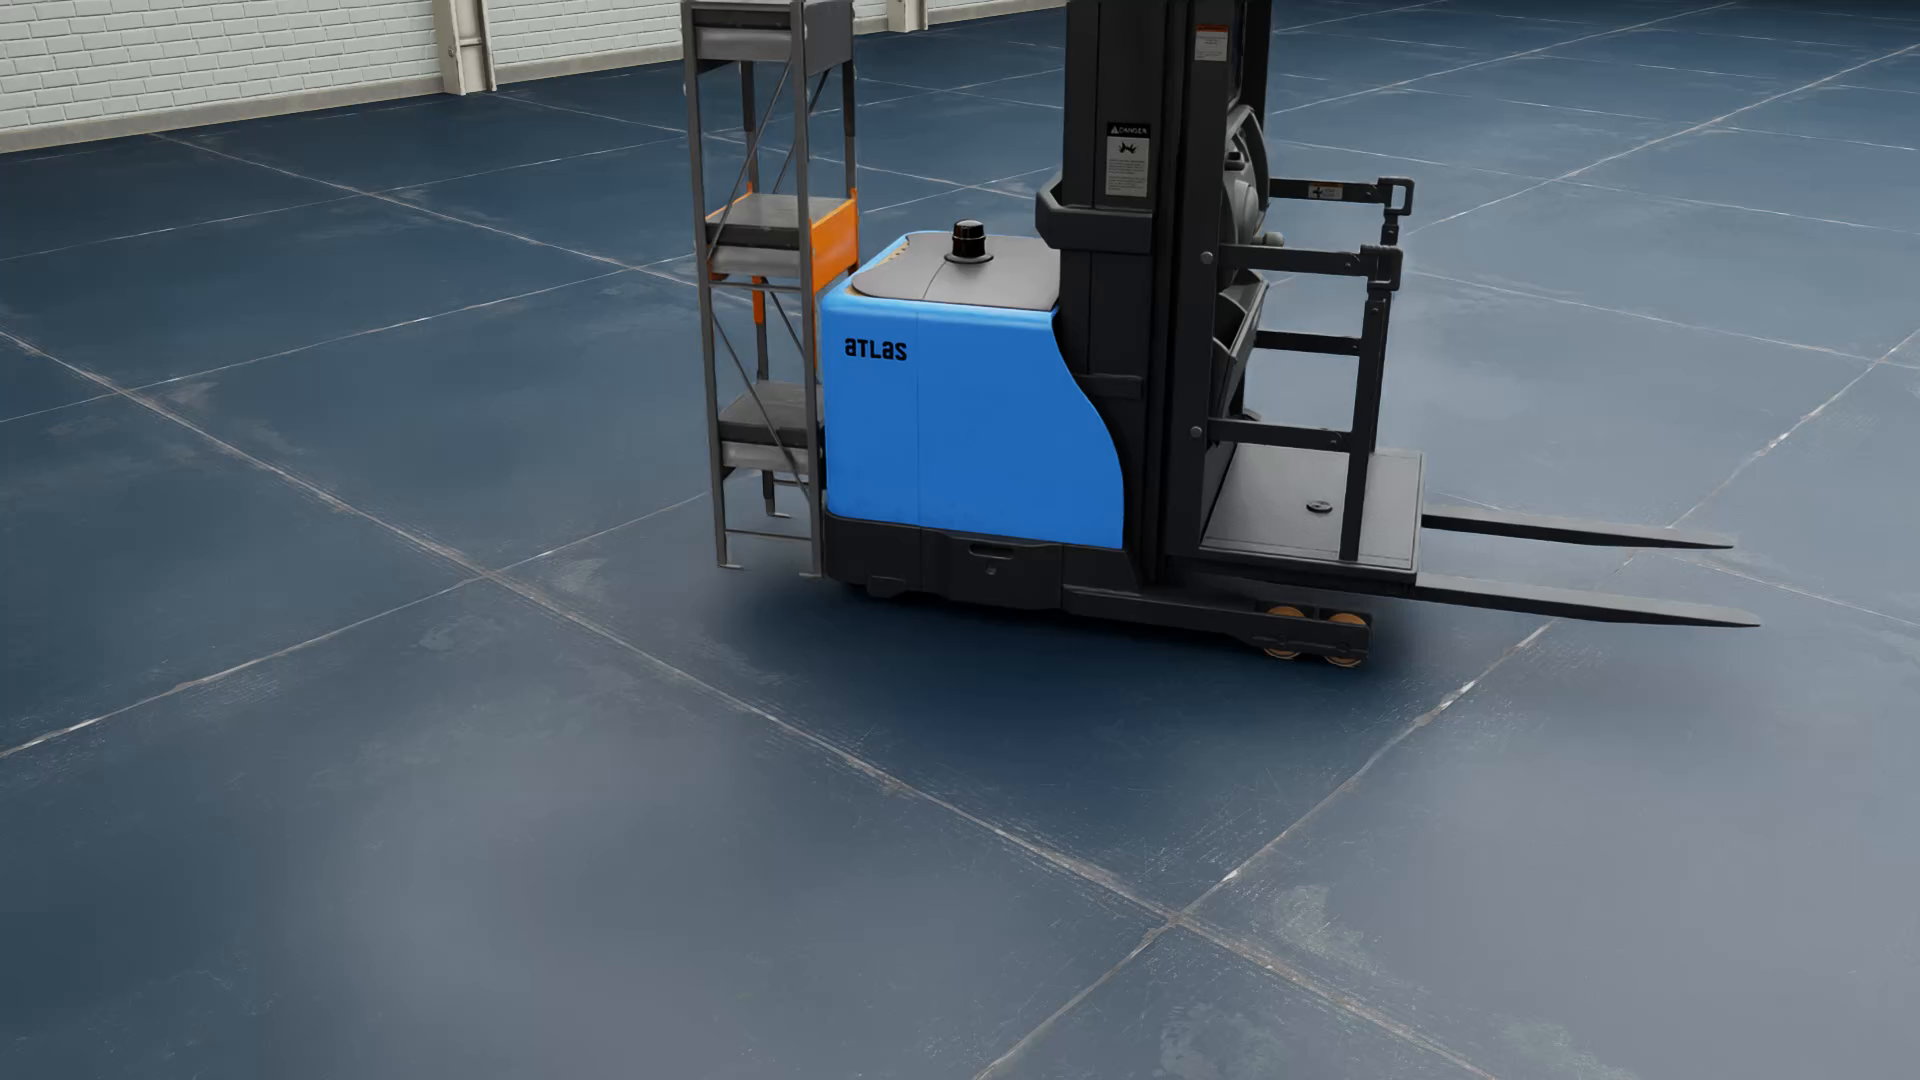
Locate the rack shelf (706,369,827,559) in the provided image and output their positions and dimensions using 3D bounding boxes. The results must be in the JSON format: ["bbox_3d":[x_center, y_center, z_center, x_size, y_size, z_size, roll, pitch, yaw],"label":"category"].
[{"bbox_3d":[-0.621,-0.285,6.064,0.431,0.518,0.480,6,25,14],"label":"rack shelf"}]

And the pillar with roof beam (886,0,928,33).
[{"bbox_3d":[2.579,-9.003,15.331,9.100,9.000,0.400,20,31,38],"label":"pillar with roof beam"}]

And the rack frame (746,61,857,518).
[{"bbox_3d":[-0.558,-1.033,5.987,0.400,2.100,0.015,6,25,14],"label":"rack frame"}]

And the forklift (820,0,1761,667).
[{"bbox_3d":[1.103,-1.173,5.284,3.031,2.935,1.130,7,25,14],"label":"forklift"}]

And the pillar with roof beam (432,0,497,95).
[{"bbox_3d":[-1.425,-7.175,11.254,9.100,9.000,0.400,20,31,38],"label":"pillar with roof beam"}]

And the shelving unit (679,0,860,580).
[{"bbox_3d":[-0.621,-0.937,5.772,0.431,2.100,0.503,6,25,14],"label":"shelving unit"}]

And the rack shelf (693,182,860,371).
[{"bbox_3d":[-0.621,-0.924,5.778,0.431,0.518,0.480,6,25,14],"label":"rack shelf"}]

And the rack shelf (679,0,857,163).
[{"bbox_3d":[-0.621,-1.563,5.491,0.431,0.518,0.480,6,25,14],"label":"rack shelf"}]

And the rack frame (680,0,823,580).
[{"bbox_3d":[-0.685,-0.840,5.557,0.400,2.100,0.015,6,25,14],"label":"rack frame"}]
